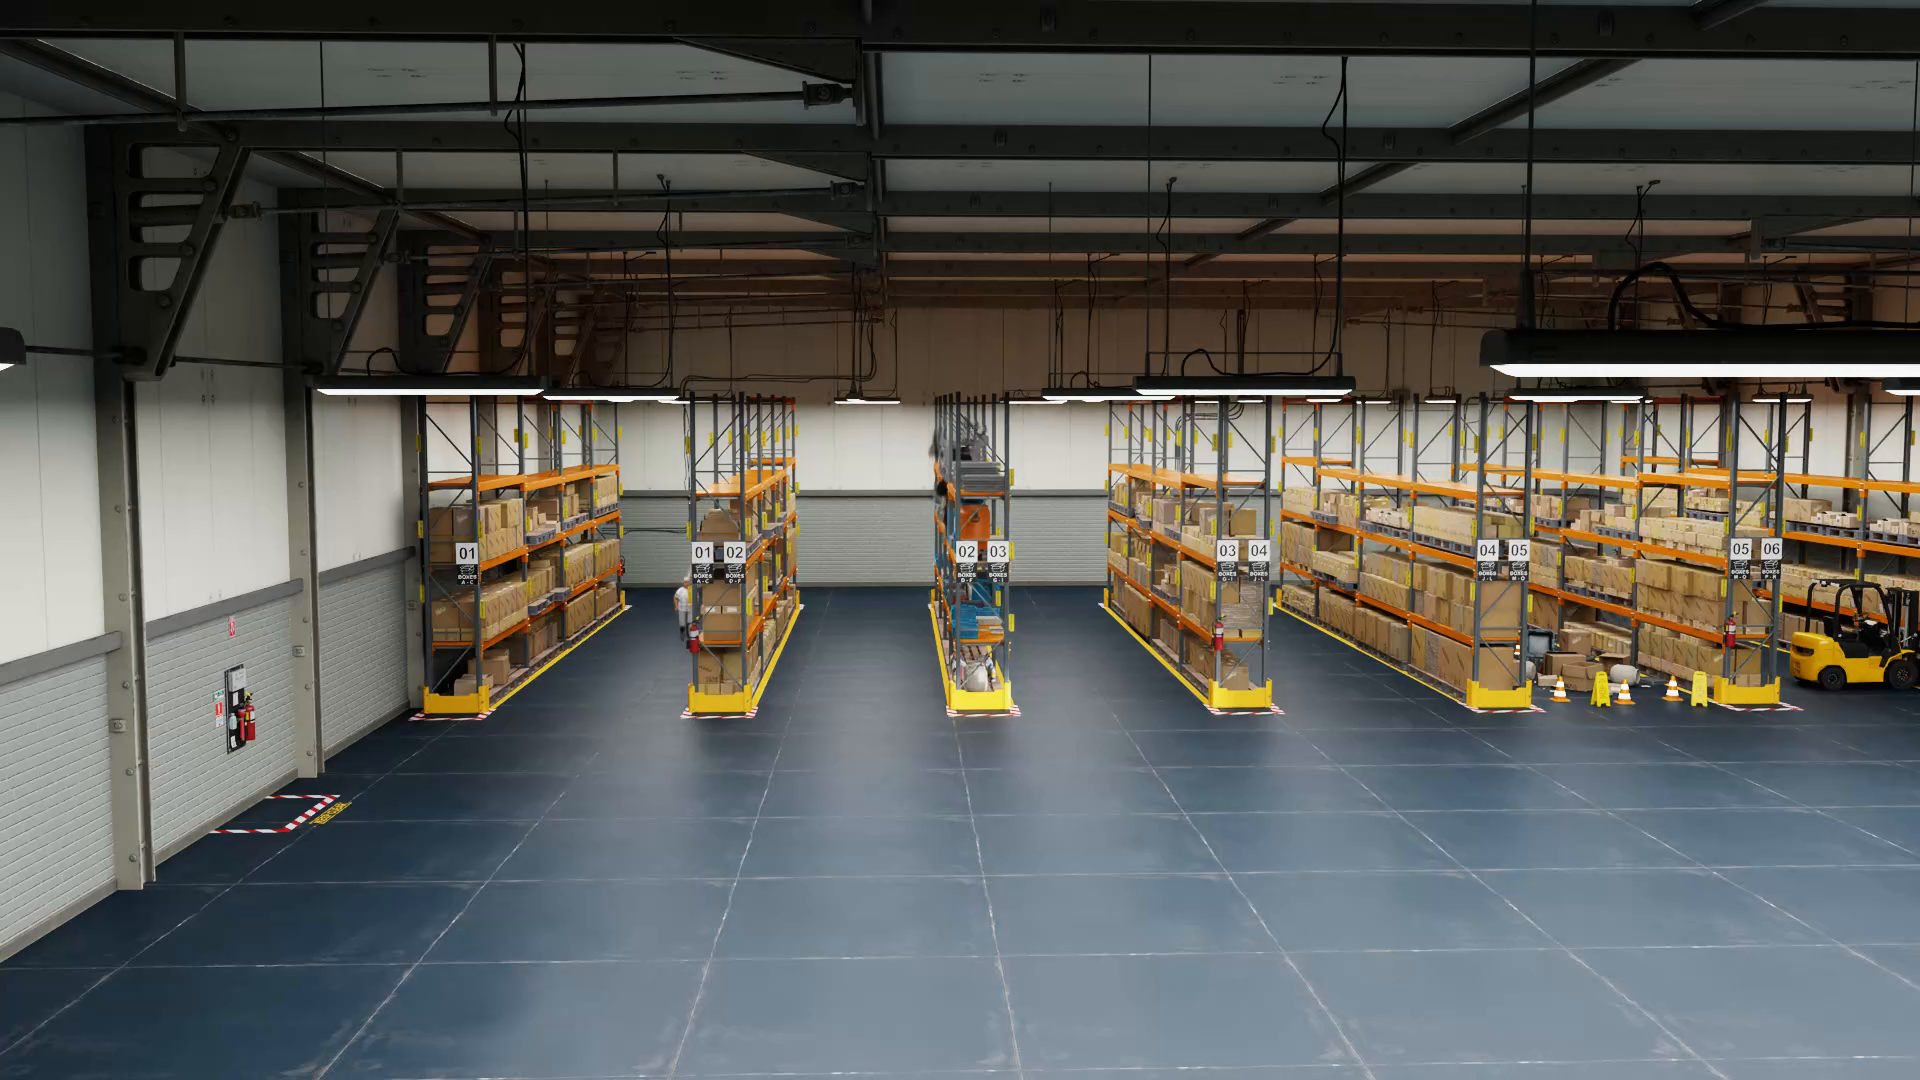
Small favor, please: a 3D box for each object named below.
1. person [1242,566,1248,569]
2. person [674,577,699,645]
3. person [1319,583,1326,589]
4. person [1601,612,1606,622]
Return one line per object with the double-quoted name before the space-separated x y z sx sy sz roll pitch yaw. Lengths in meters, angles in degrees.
"person" 8.056 1.024 47.817 0.743 1.801 0.705 3 6 34
"person" -6.571 1.714 39.950 0.606 1.626 0.537 -1 5 -9
"person" 10.578 0.892 48.907 0.699 1.616 0.641 -1 5 -15
"person" 16.562 1.437 43.129 0.578 1.635 0.823 -1 5 -8
